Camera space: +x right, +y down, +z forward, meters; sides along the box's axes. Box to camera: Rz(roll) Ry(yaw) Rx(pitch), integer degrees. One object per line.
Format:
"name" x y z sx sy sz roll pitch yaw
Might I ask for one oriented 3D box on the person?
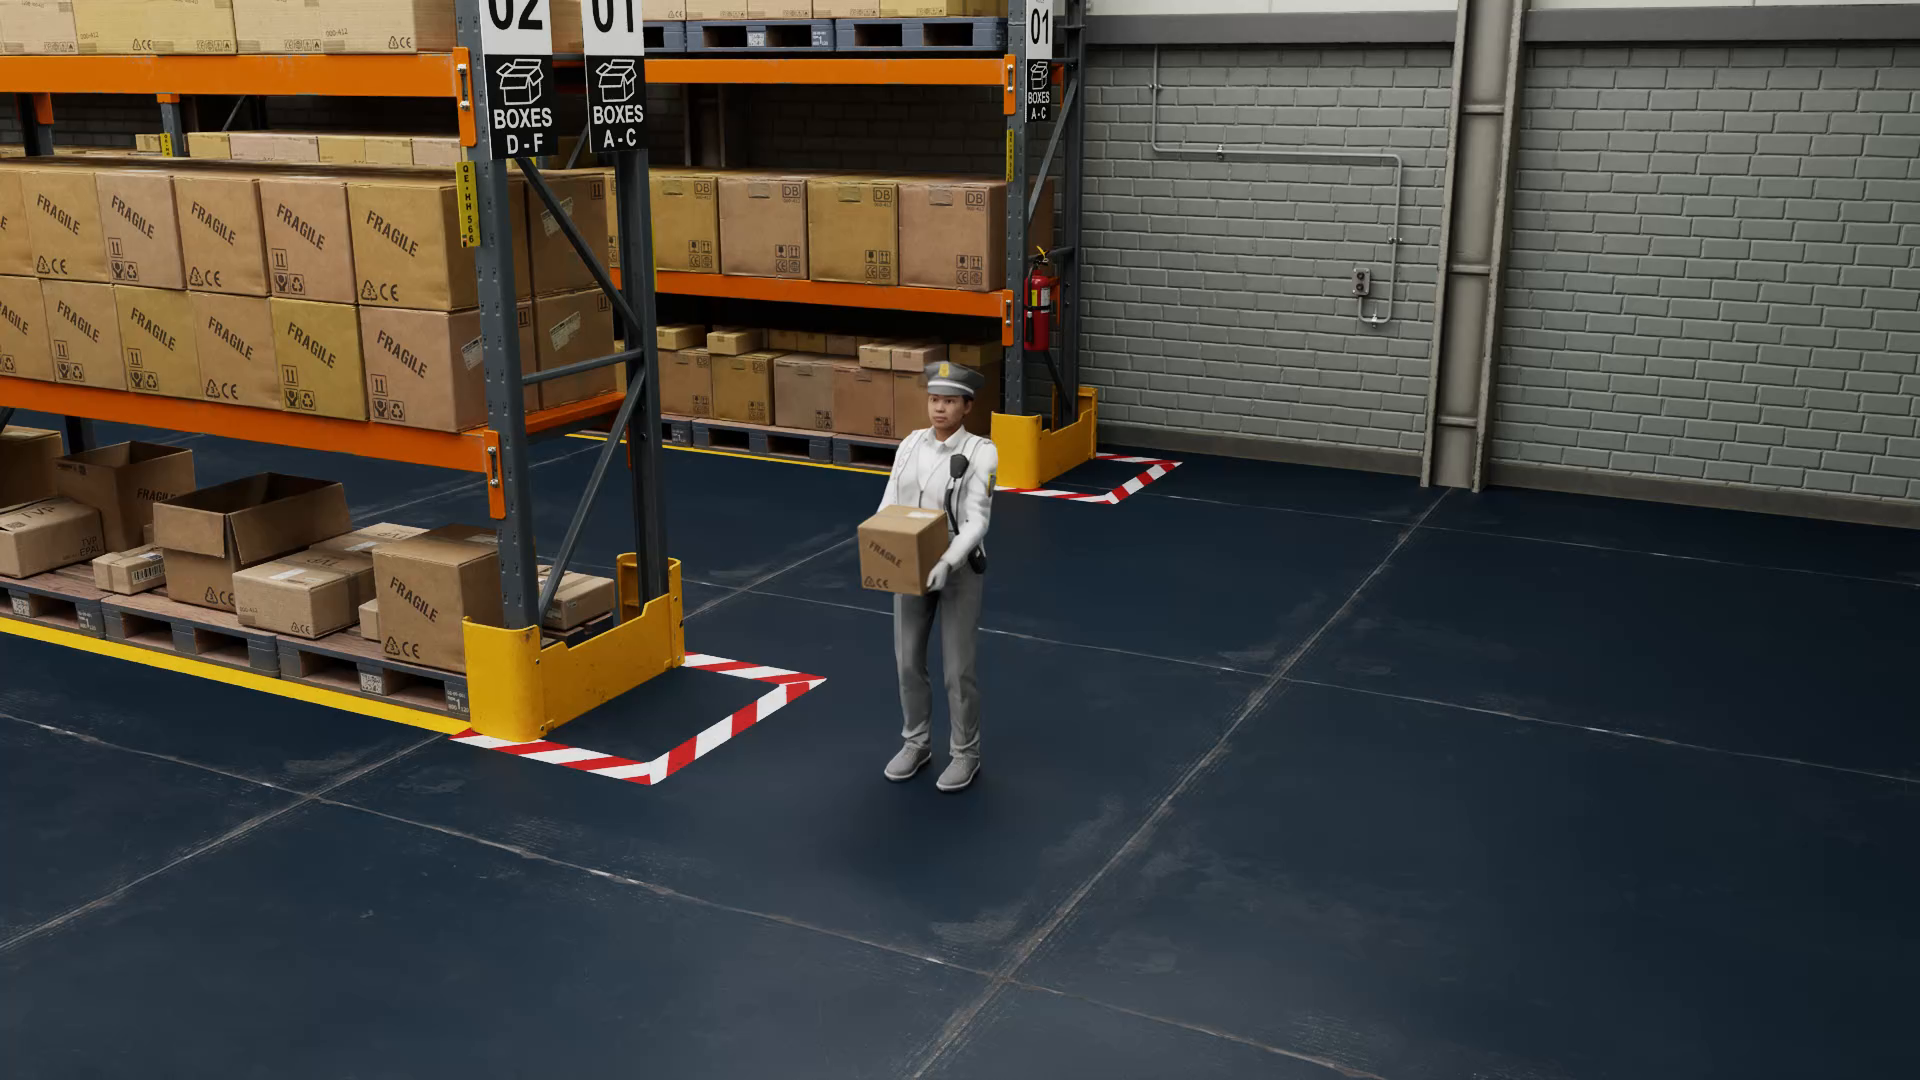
"person" -0.111 0.147 6.467 0.461 1.687 0.556 8 18 26
